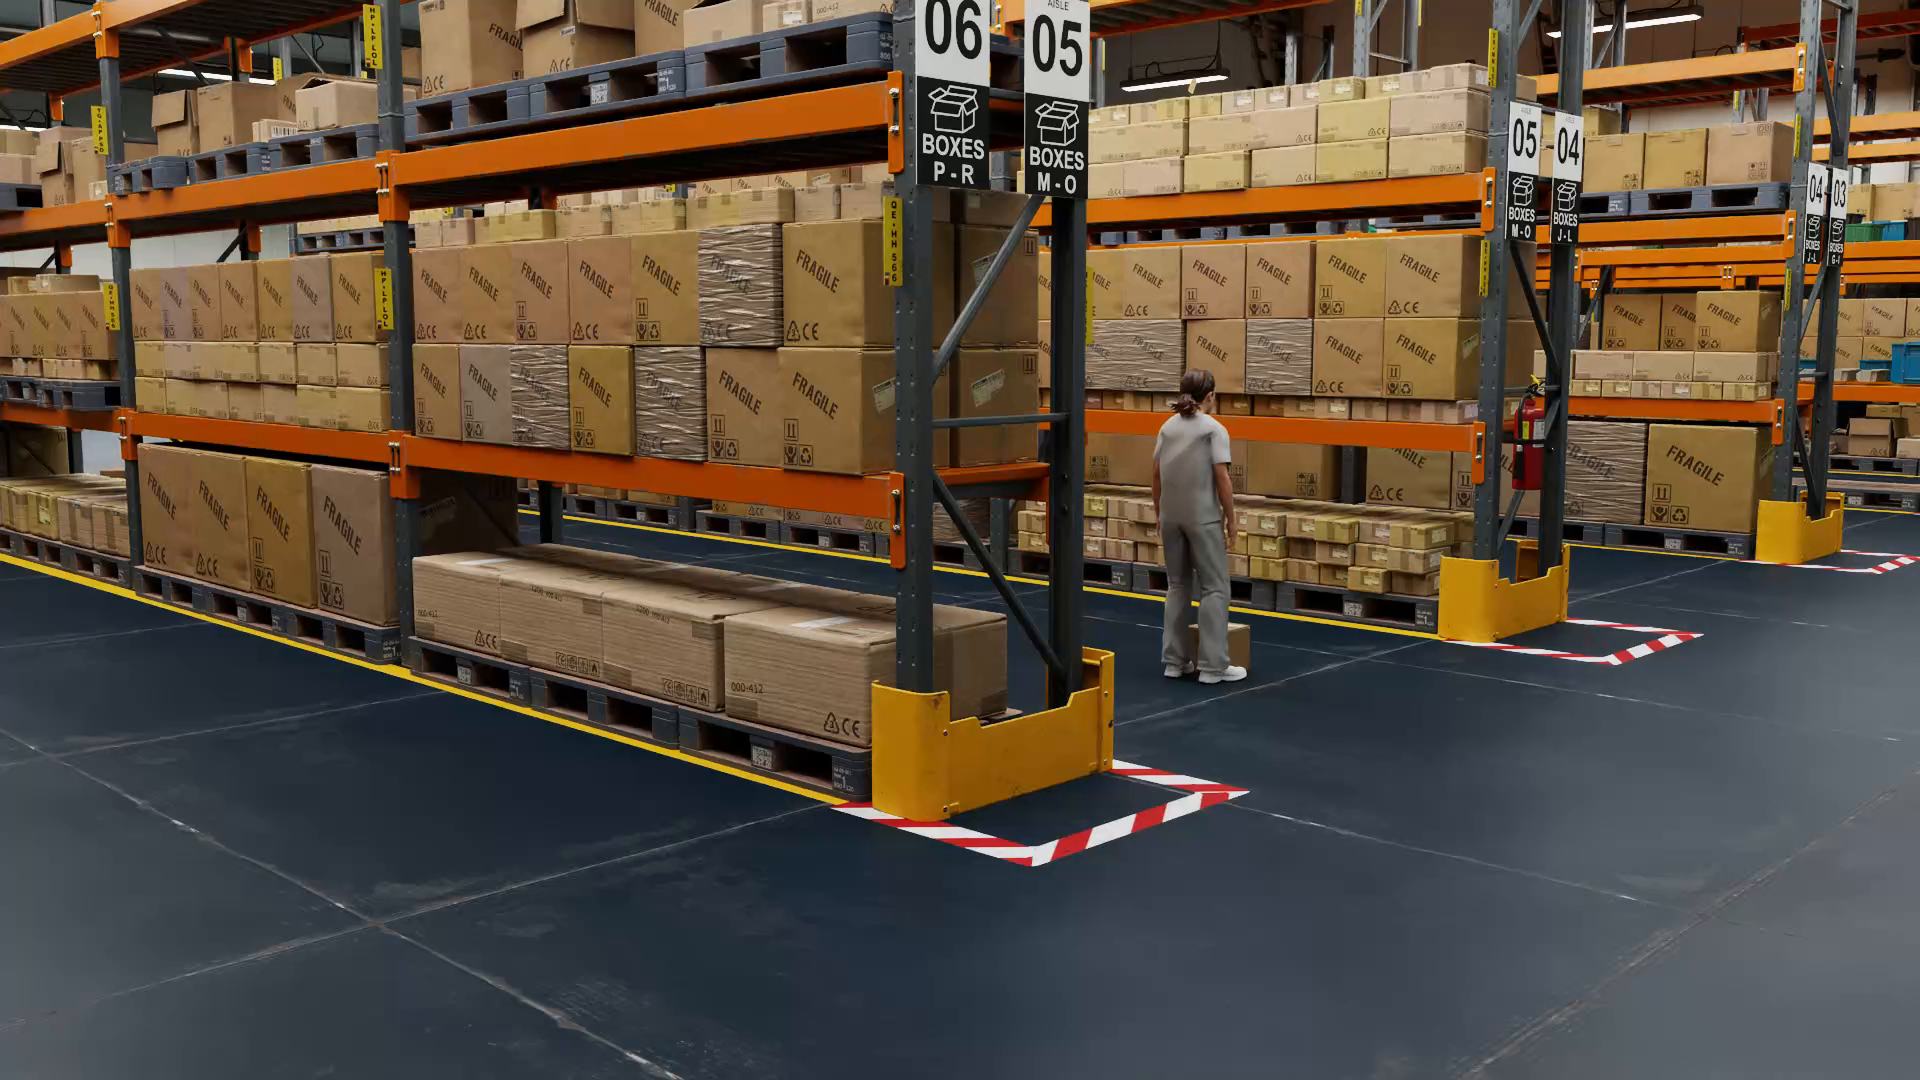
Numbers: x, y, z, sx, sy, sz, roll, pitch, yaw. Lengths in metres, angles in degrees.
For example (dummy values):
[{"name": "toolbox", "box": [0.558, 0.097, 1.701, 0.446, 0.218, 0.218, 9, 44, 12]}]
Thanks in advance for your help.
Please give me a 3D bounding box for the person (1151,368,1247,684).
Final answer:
[{"name": "person", "box": [1.268, -0.084, 8.947, 0.514, 1.672, 0.365, 6, 9, 40]}]
